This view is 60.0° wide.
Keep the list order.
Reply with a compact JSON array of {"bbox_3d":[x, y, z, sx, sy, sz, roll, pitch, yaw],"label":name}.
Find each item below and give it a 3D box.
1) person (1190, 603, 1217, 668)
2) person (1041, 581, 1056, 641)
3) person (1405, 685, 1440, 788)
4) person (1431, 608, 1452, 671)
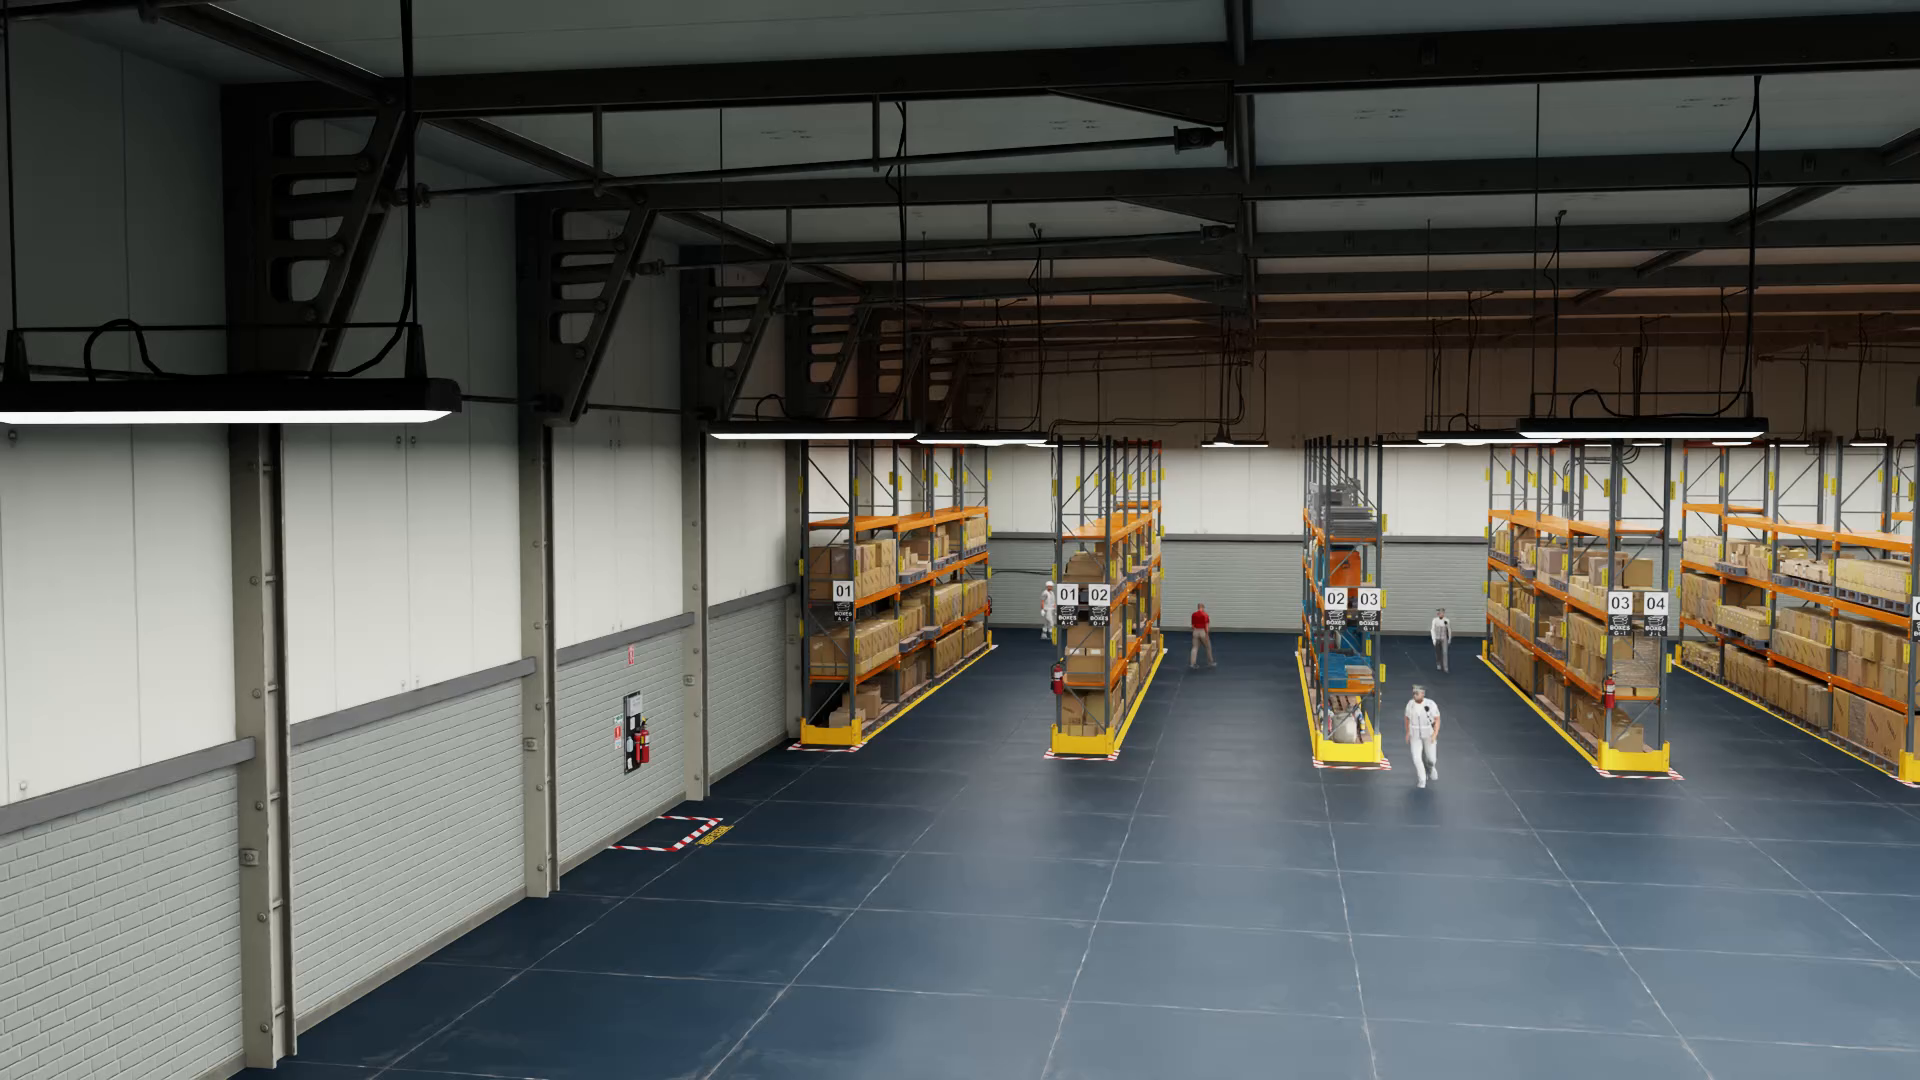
[{"bbox_3d":[6.359,2.492,43.750,0.563,1.683,0.934,2,4,31],"label":"person"},{"bbox_3d":[2.734,2.125,49.853,0.696,1.774,0.624,2,4,34],"label":"person"},{"bbox_3d":[7.903,3.332,28.418,0.594,1.724,0.618,1,3,23],"label":"person"},{"bbox_3d":[12.410,2.566,42.899,0.508,1.625,0.985,1,3,18],"label":"person"}]
